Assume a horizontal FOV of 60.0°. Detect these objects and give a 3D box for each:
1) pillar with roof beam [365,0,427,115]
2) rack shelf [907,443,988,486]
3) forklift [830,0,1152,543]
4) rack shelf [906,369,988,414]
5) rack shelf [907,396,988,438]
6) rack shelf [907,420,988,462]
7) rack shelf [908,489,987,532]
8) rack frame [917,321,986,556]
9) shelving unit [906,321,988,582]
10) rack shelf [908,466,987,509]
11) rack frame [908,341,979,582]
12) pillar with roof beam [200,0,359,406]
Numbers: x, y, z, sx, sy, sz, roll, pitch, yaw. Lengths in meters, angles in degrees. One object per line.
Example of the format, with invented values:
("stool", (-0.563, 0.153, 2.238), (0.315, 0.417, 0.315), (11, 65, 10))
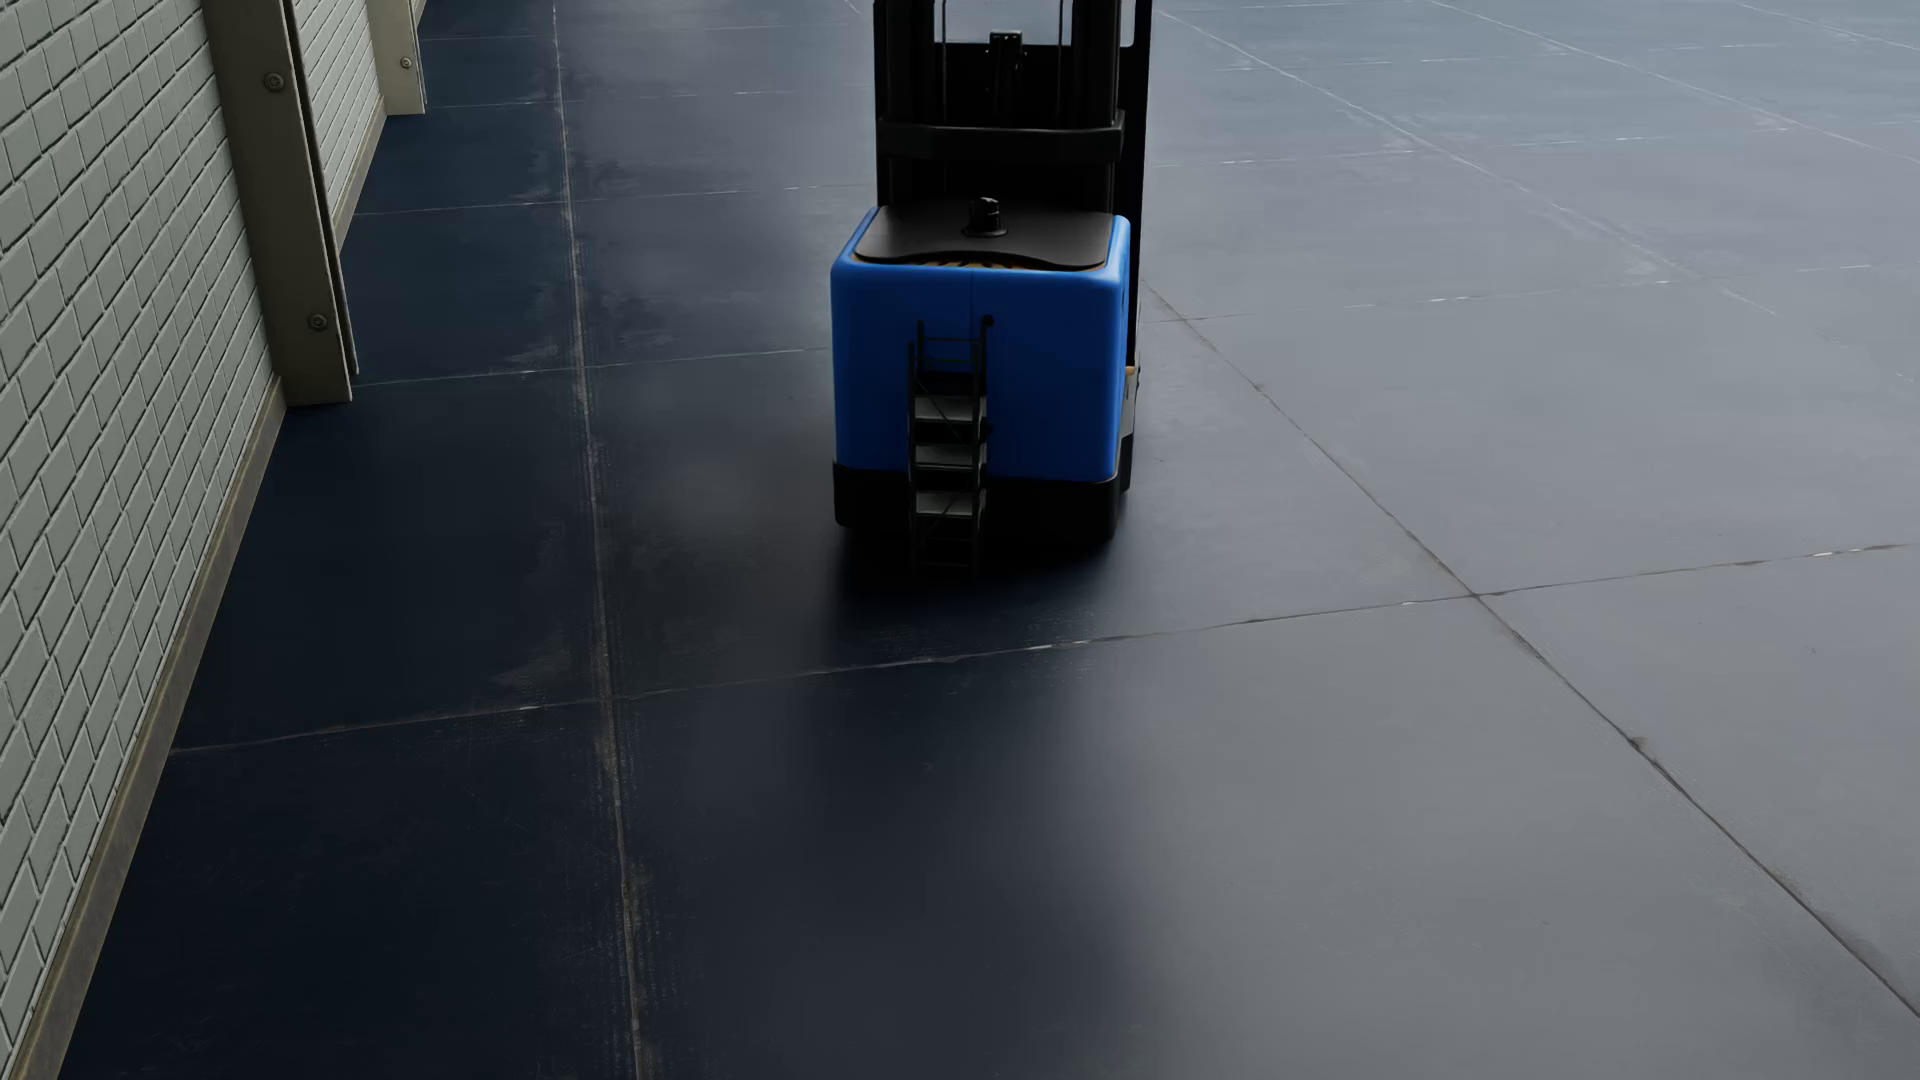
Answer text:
("pillar with roof beam", (-0.096, -7.785, 11.688), (9.100, 9.000, 0.400), (-6, 27, -12))
("rack shelf", (-0.042, -0.274, 5.869), (0.258, 0.077, 0.200), (3, 27, 7))
("forklift", (0.236, -1.933, 6.827), (1.130, 2.935, 3.031), (3, 27, 7))
("rack shelf", (-0.042, -0.515, 5.747), (0.258, 0.077, 0.200), (3, 27, 7))
("rack shelf", (-0.042, -0.435, 5.787), (0.258, 0.077, 0.200), (3, 27, 7))
("rack shelf", (-0.042, -0.355, 5.828), (0.258, 0.077, 0.200), (3, 27, 7))
("rack shelf", (-0.042, -0.114, 5.950), (0.258, 0.077, 0.200), (3, 27, 7))
("rack frame", (-0.029, -0.349, 5.943), (0.240, 0.900, 0.006), (3, 27, 7))
("shelving unit", (-0.042, -0.304, 5.854), (0.258, 0.900, 0.210), (3, 27, 7))
("rack shelf", (-0.042, -0.194, 5.909), (0.258, 0.077, 0.200), (3, 27, 7))
("rack frame", (-0.056, -0.259, 5.764), (0.240, 0.900, 0.006), (3, 27, 7))
("pillar with roof beam", (1.256, -5.151, 6.469), (9.100, 9.000, 0.400), (-6, 27, -12))
